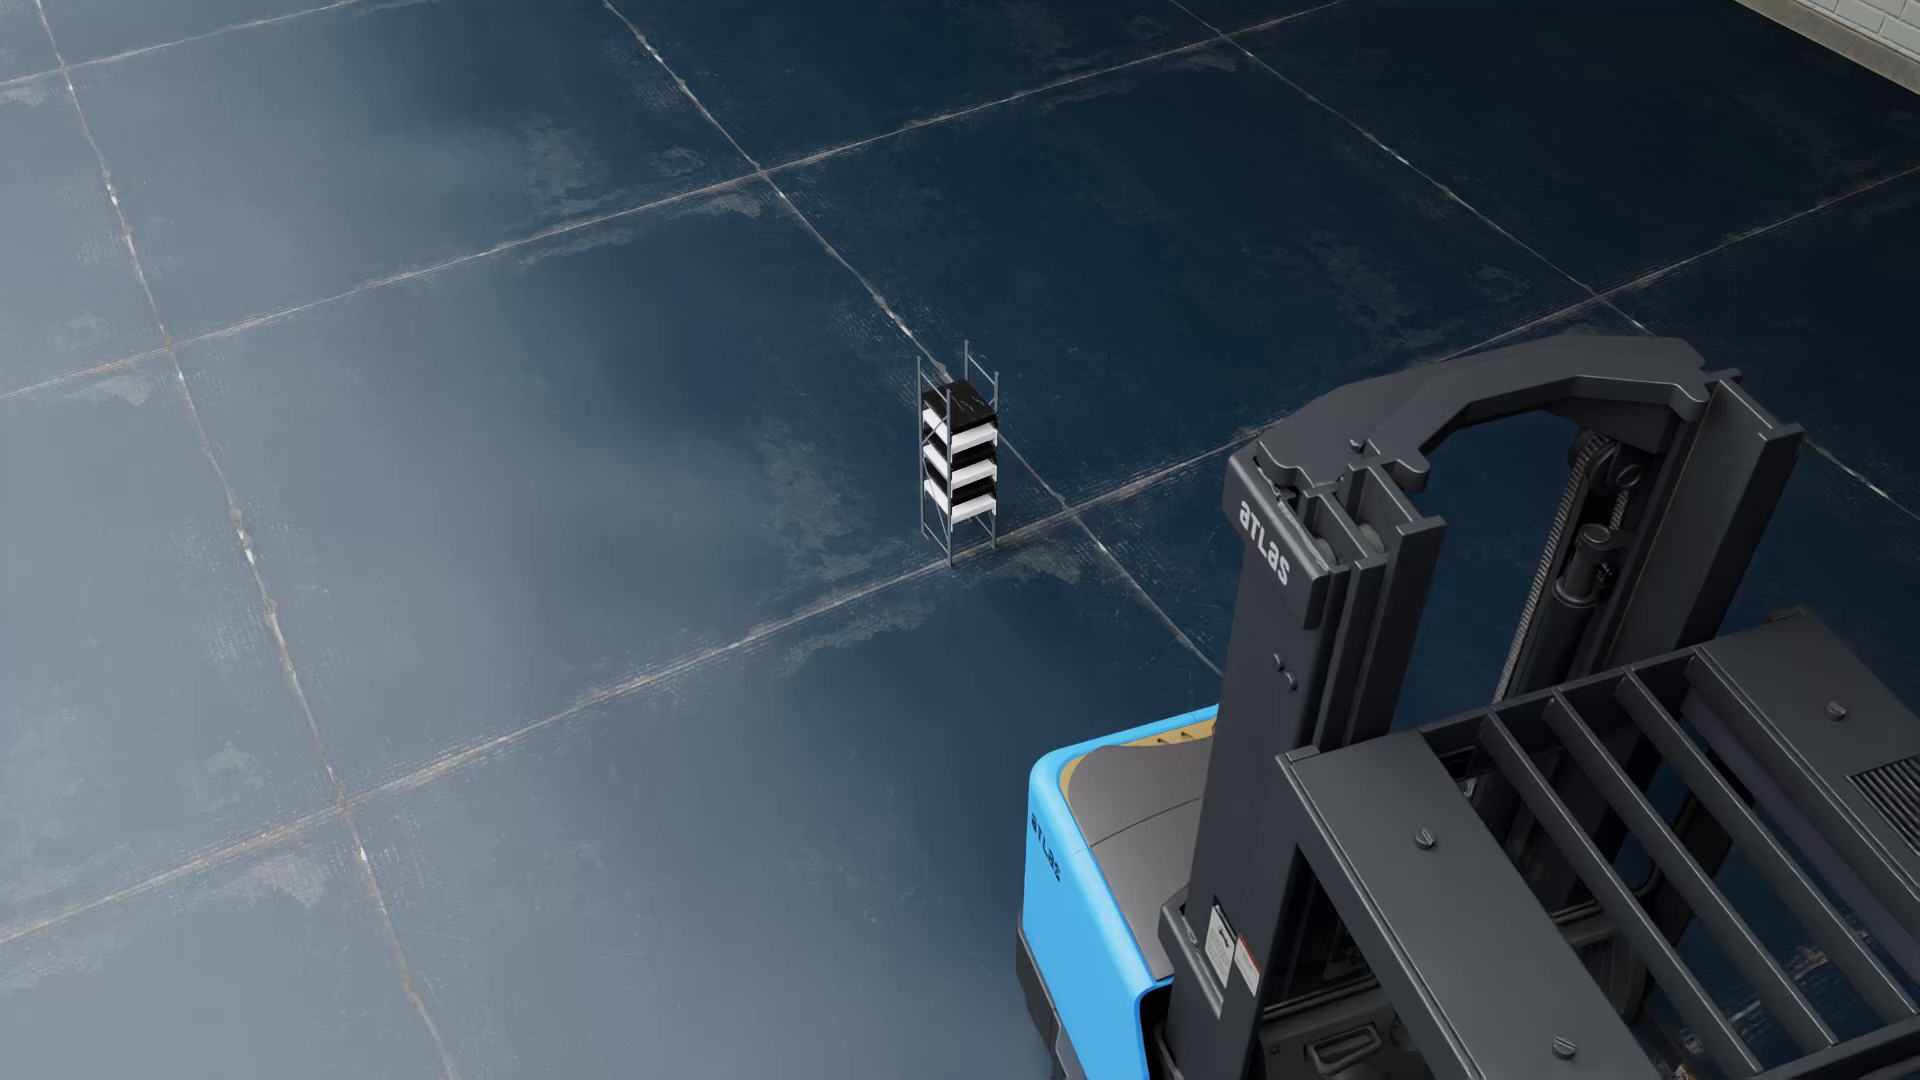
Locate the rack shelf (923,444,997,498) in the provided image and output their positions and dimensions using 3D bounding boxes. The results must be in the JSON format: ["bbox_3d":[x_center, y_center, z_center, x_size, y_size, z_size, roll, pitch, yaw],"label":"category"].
[{"bbox_3d":[-0.007,-0.296,6.457,0.200,0.077,0.258,-22,48,-21],"label":"rack shelf"}]

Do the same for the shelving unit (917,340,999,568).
[{"bbox_3d":[-0.007,-0.320,6.434,0.210,0.900,0.258,-22,48,-21],"label":"shelving unit"}]

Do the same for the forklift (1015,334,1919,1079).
[{"bbox_3d":[1.142,1.176,3.433,1.130,2.935,3.031,-14,46,-14],"label":"forklift"}]

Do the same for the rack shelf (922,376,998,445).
[{"bbox_3d":[-0.007,-0.490,6.269,0.200,0.077,0.258,-22,48,-21],"label":"rack shelf"}]

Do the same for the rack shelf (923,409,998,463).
[{"bbox_3d":[-0.007,-0.425,6.332,0.200,0.077,0.258,-22,48,-21],"label":"rack shelf"}]

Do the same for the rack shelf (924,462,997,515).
[{"bbox_3d":[-0.007,-0.232,6.520,0.200,0.077,0.258,-22,48,-21],"label":"rack shelf"}]

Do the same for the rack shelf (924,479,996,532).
[{"bbox_3d":[-0.007,-0.167,6.582,0.200,0.077,0.258,-22,48,-21],"label":"rack shelf"}]

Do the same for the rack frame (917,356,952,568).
[{"bbox_3d":[-0.095,-0.285,6.397,0.006,0.900,0.240,-22,48,-21],"label":"rack frame"}]

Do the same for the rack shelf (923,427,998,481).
[{"bbox_3d":[-0.007,-0.361,6.394,0.200,0.077,0.258,-22,48,-21],"label":"rack shelf"}]

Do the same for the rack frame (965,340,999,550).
[{"bbox_3d":[0.081,-0.355,6.470,0.006,0.900,0.240,-22,48,-21],"label":"rack frame"}]
